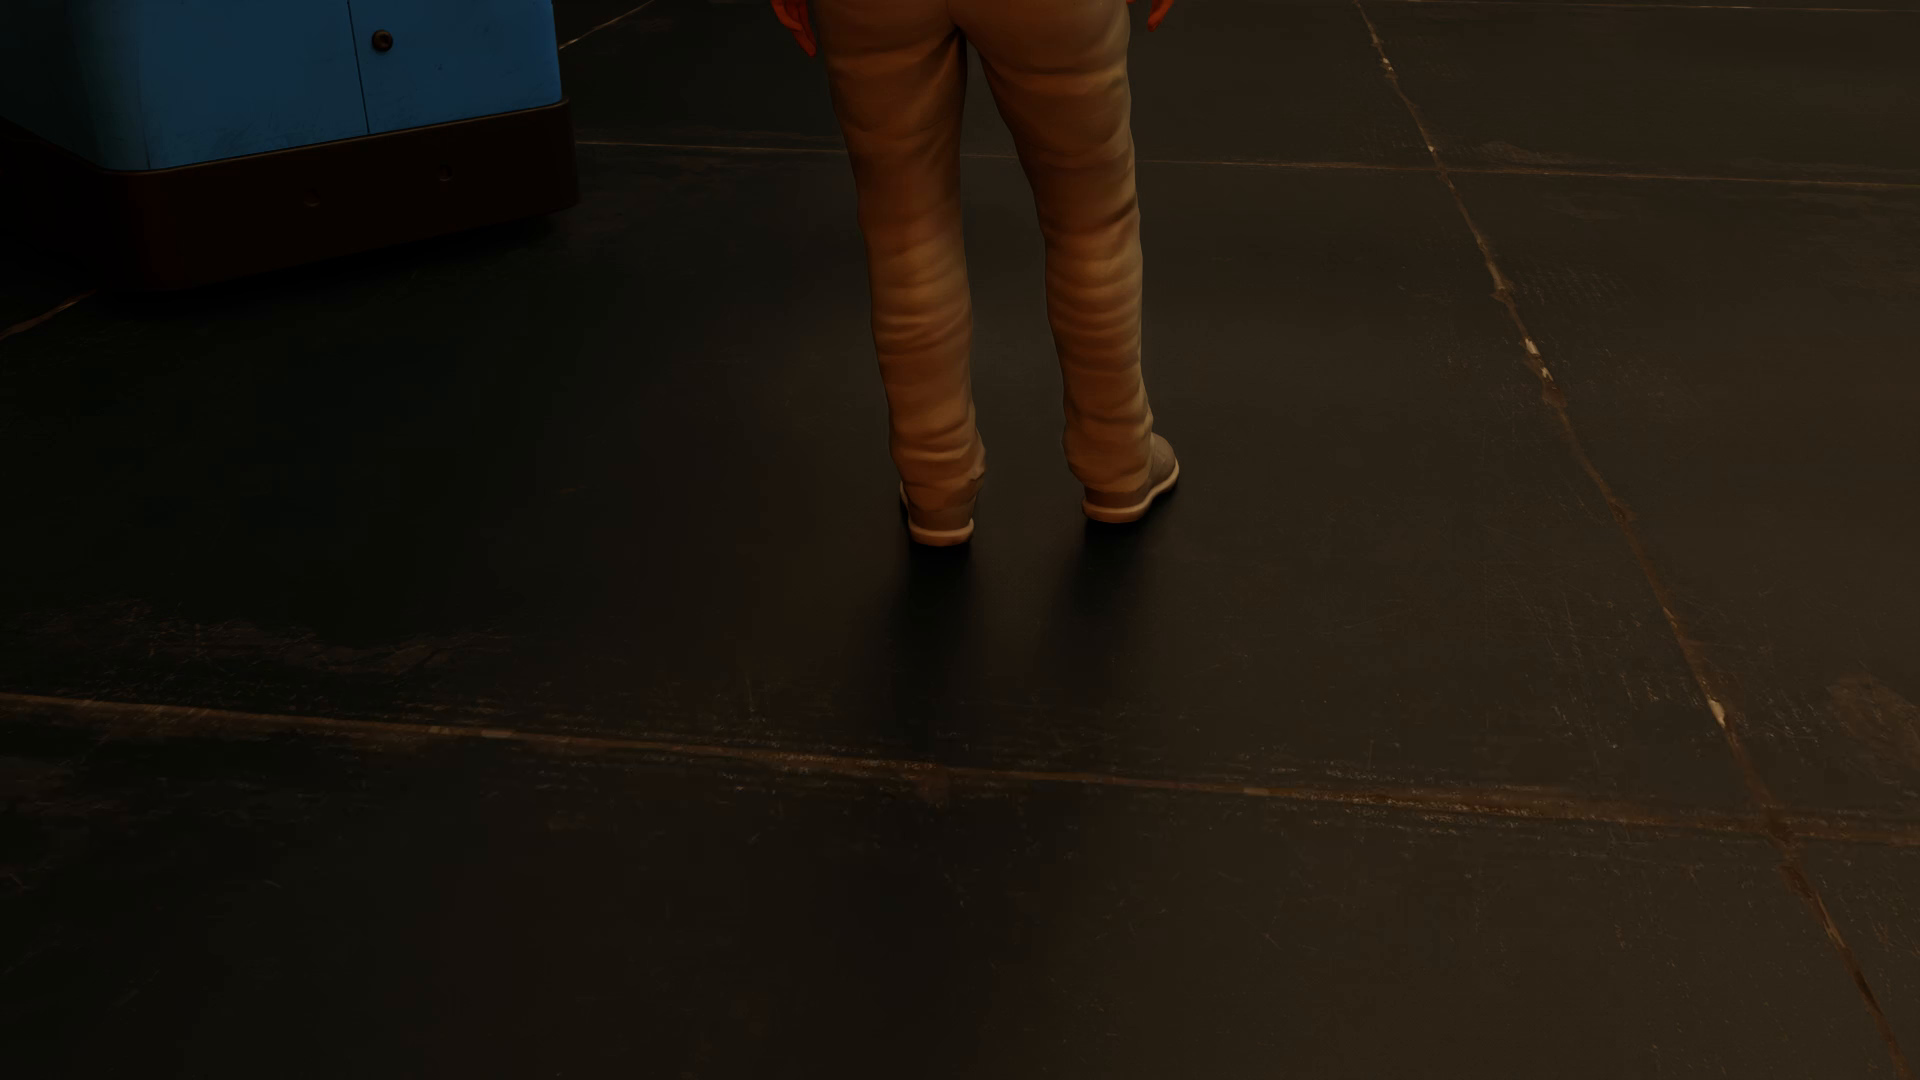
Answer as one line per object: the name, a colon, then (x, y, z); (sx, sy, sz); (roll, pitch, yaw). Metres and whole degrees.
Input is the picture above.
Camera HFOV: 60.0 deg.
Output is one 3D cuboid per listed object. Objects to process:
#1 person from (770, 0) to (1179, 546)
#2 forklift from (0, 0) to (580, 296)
person: (0.033, -0.784, 2.190); (0.598, 1.670, 0.529); (3, 27, 7)
forklift: (-2.277, -2.377, 3.982); (1.130, 2.935, 3.031); (-23, 34, -38)
